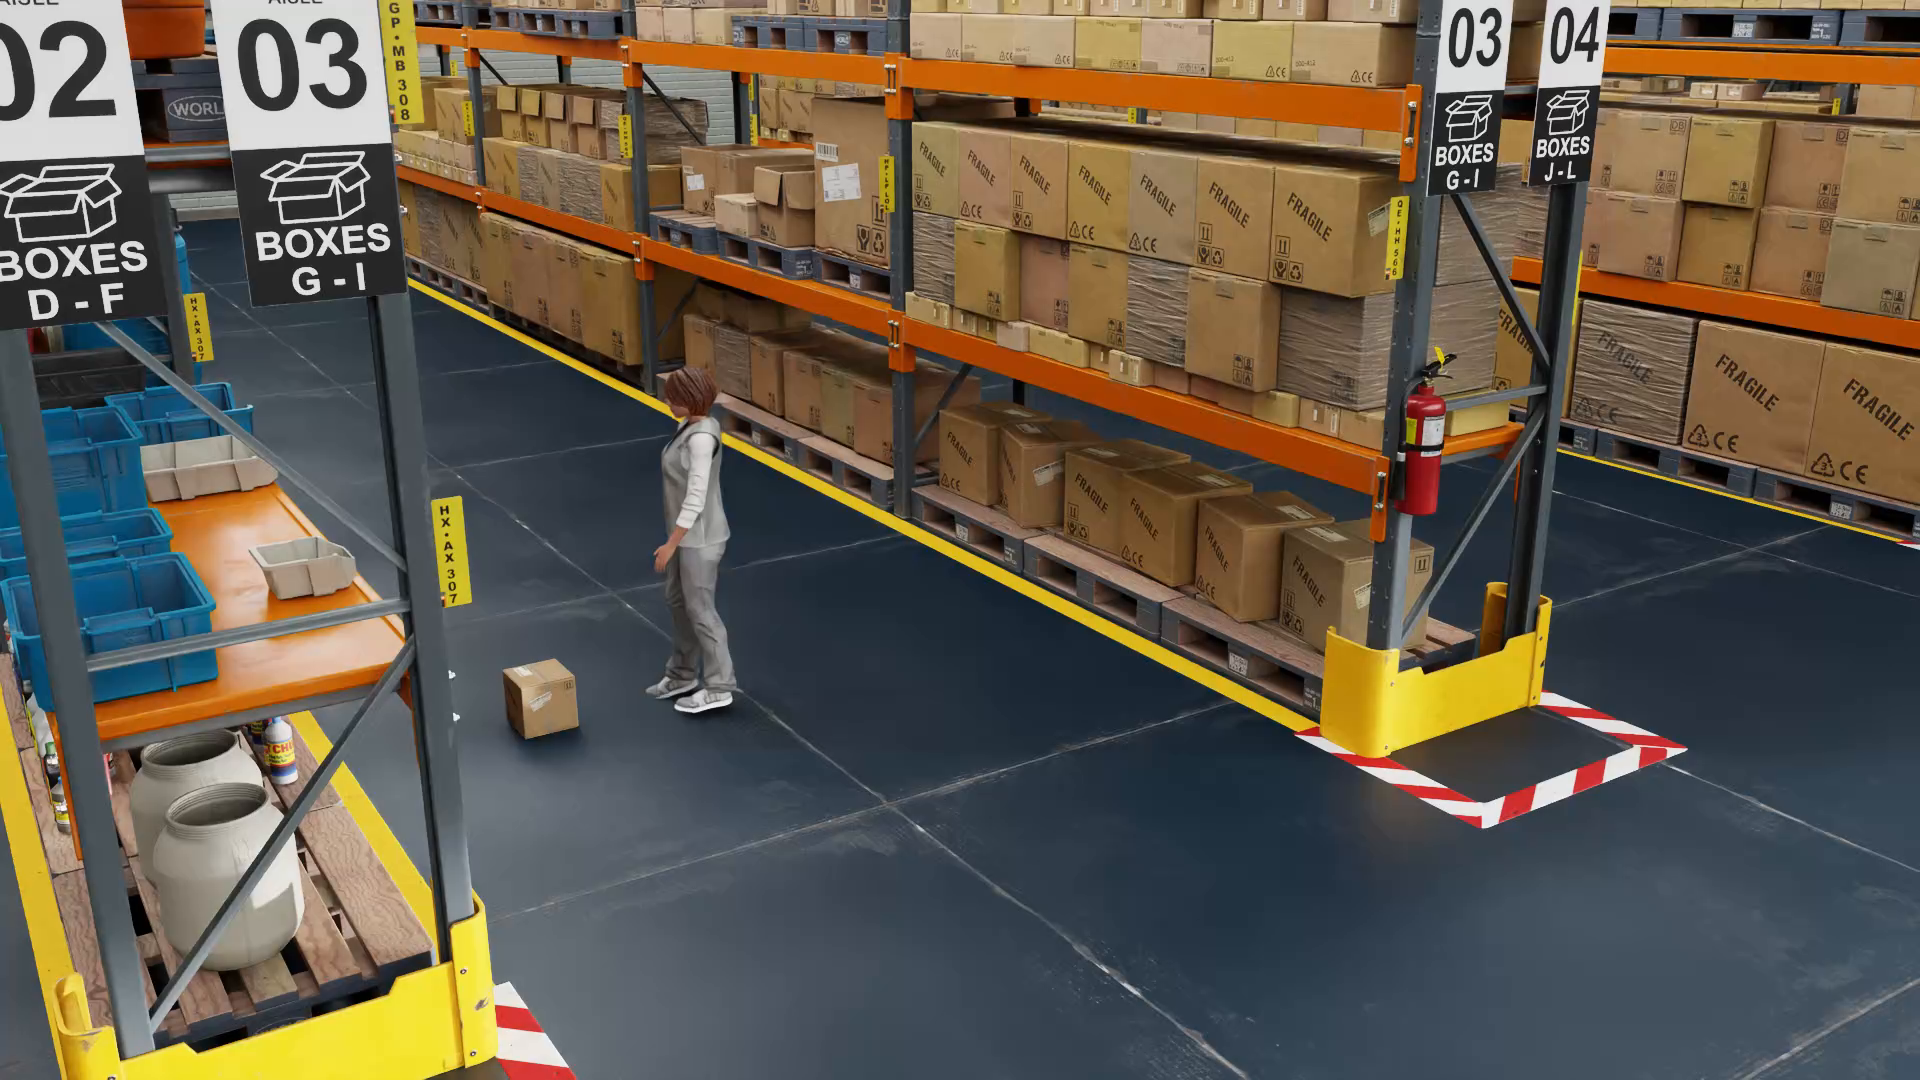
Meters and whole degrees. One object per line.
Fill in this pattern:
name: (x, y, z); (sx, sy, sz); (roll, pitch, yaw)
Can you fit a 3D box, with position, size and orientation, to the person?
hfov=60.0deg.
person: (-1.249, 0.021, 7.507); (0.424, 1.634, 0.458); (-4, 19, -12)
